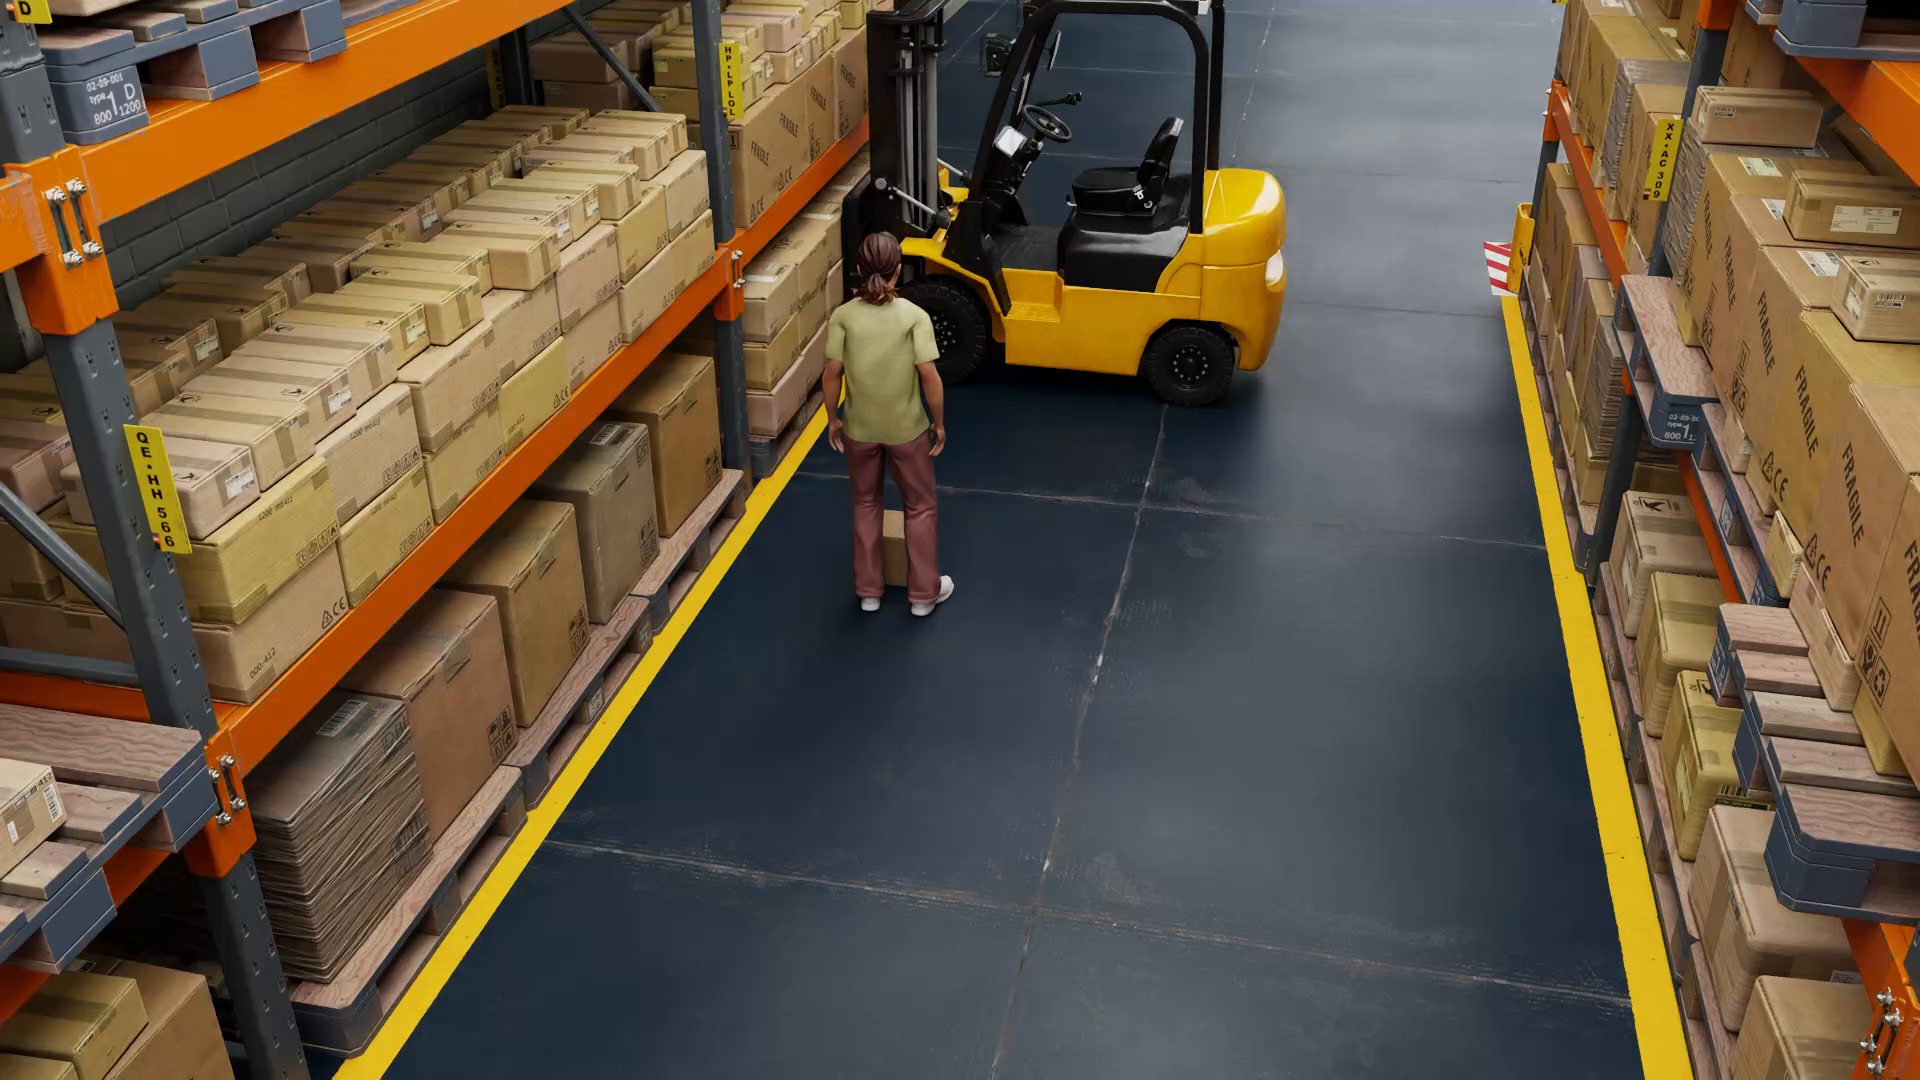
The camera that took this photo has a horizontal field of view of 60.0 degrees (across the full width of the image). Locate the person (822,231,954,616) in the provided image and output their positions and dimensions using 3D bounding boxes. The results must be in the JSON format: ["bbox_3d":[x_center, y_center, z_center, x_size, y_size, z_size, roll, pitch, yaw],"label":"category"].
[{"bbox_3d":[-0.302,-0.464,6.969,0.517,1.671,0.365,4,29,7],"label":"person"}]
